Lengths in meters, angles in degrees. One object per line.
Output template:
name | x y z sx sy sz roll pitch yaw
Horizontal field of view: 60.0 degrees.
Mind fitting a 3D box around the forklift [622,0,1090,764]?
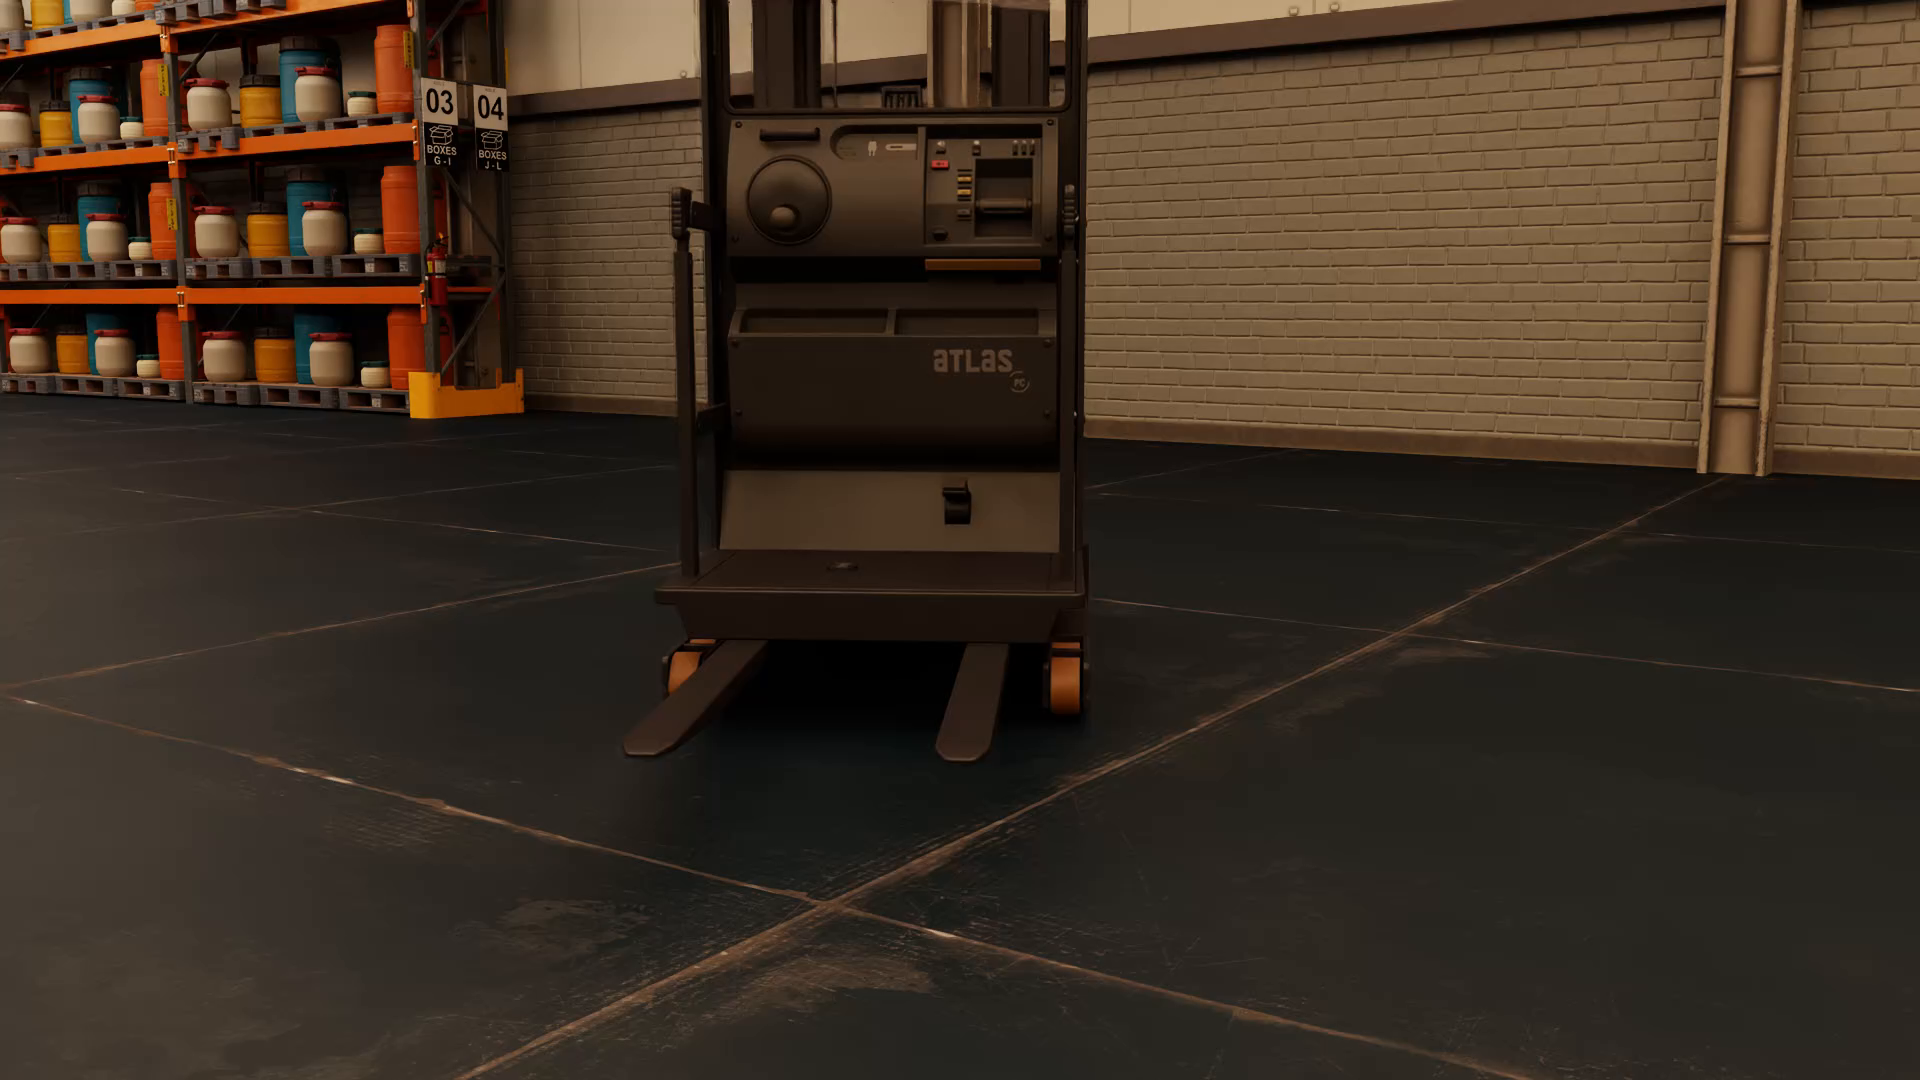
forklift | -0.201 -1.033 4.460 1.130 2.935 3.031 1 8 4
